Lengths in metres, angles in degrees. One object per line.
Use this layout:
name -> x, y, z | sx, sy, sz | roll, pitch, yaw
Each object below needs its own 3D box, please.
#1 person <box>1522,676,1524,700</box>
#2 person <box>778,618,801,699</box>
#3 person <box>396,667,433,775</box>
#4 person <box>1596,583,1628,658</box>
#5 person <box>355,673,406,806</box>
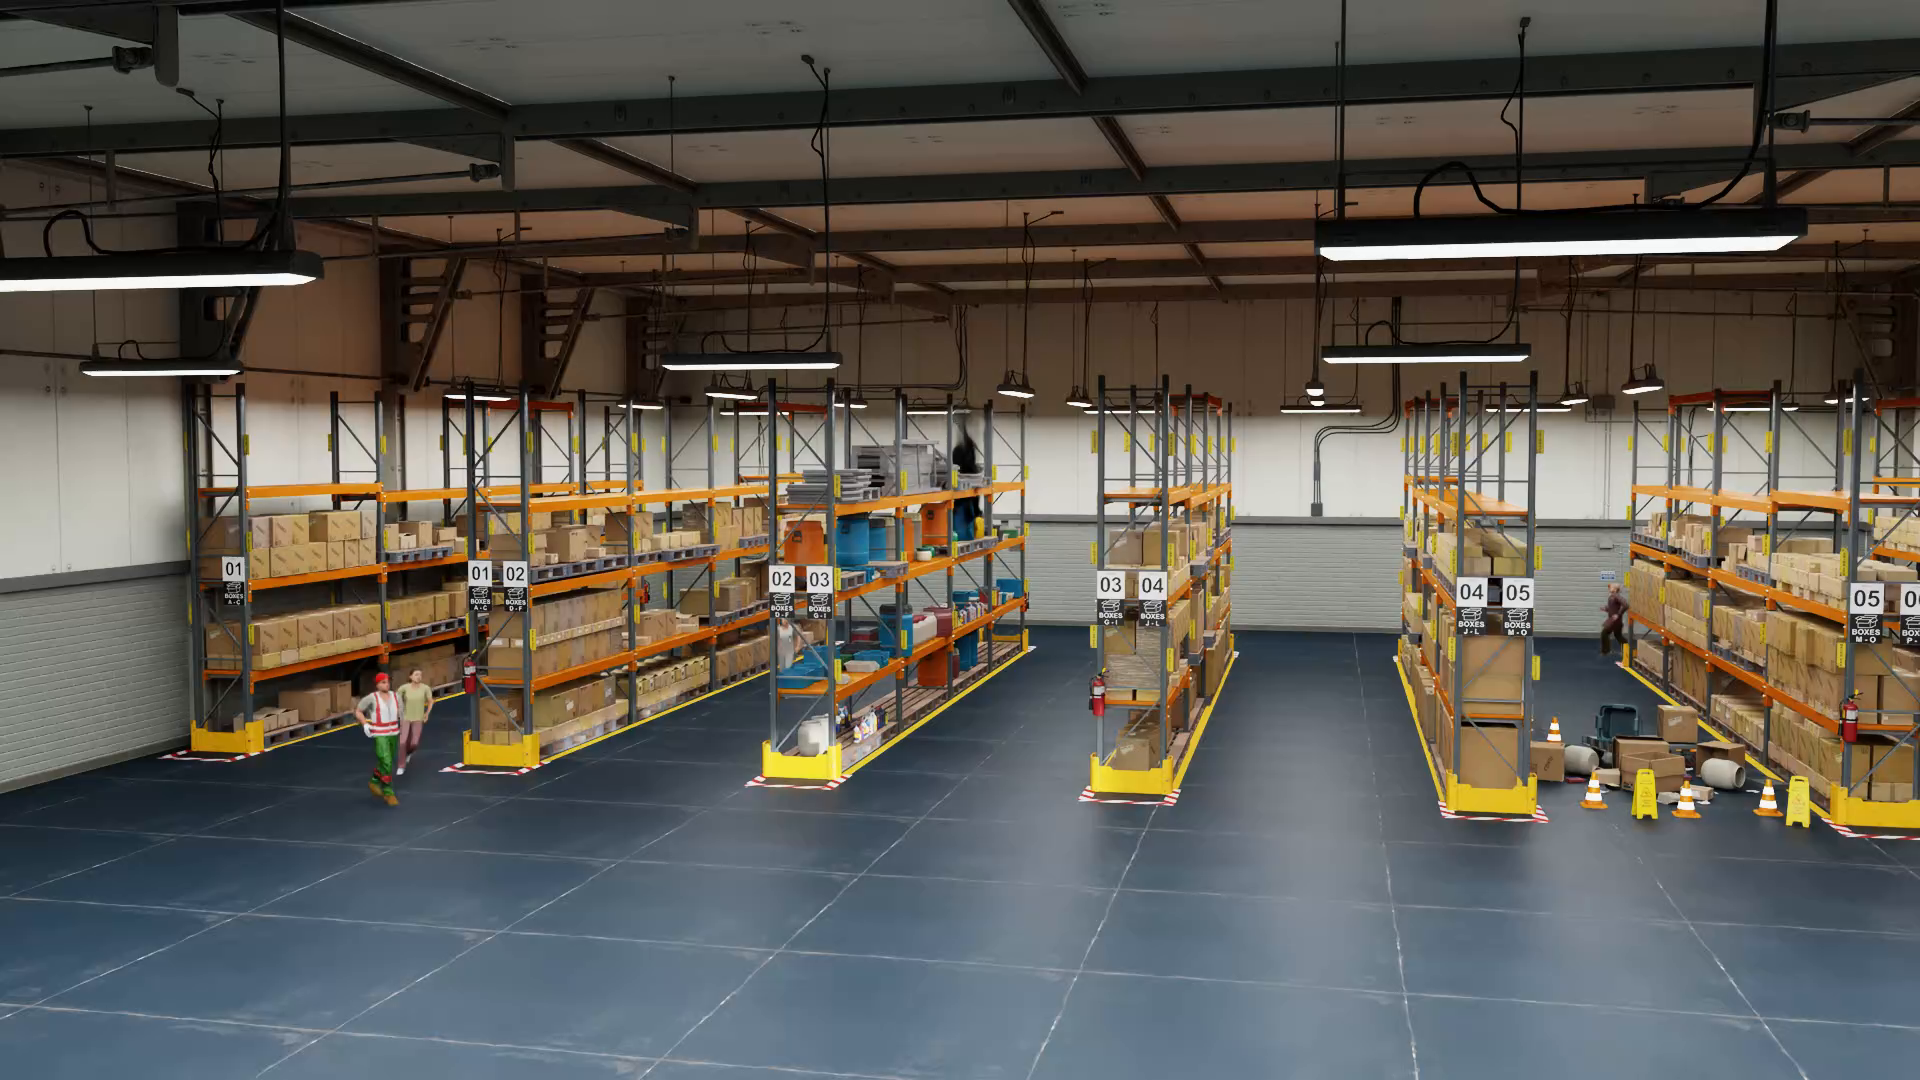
person -> 10.698, 2.388, 31.940 | 0.538, 1.593, 0.848 | 0, 3, 7
person -> -3.460, 2.286, 33.072 | 0.589, 1.670, 0.794 | 0, 3, -3
person -> -8.392, 2.749, 25.499 | 0.621, 1.615, 0.561 | -1, 3, -21
person -> 15.308, 1.904, 38.792 | 0.830, 1.811, 0.743 | 1, 3, 20
person -> -8.059, 2.749, 23.276 | 0.873, 1.810, 0.638 | 3, 4, 38
